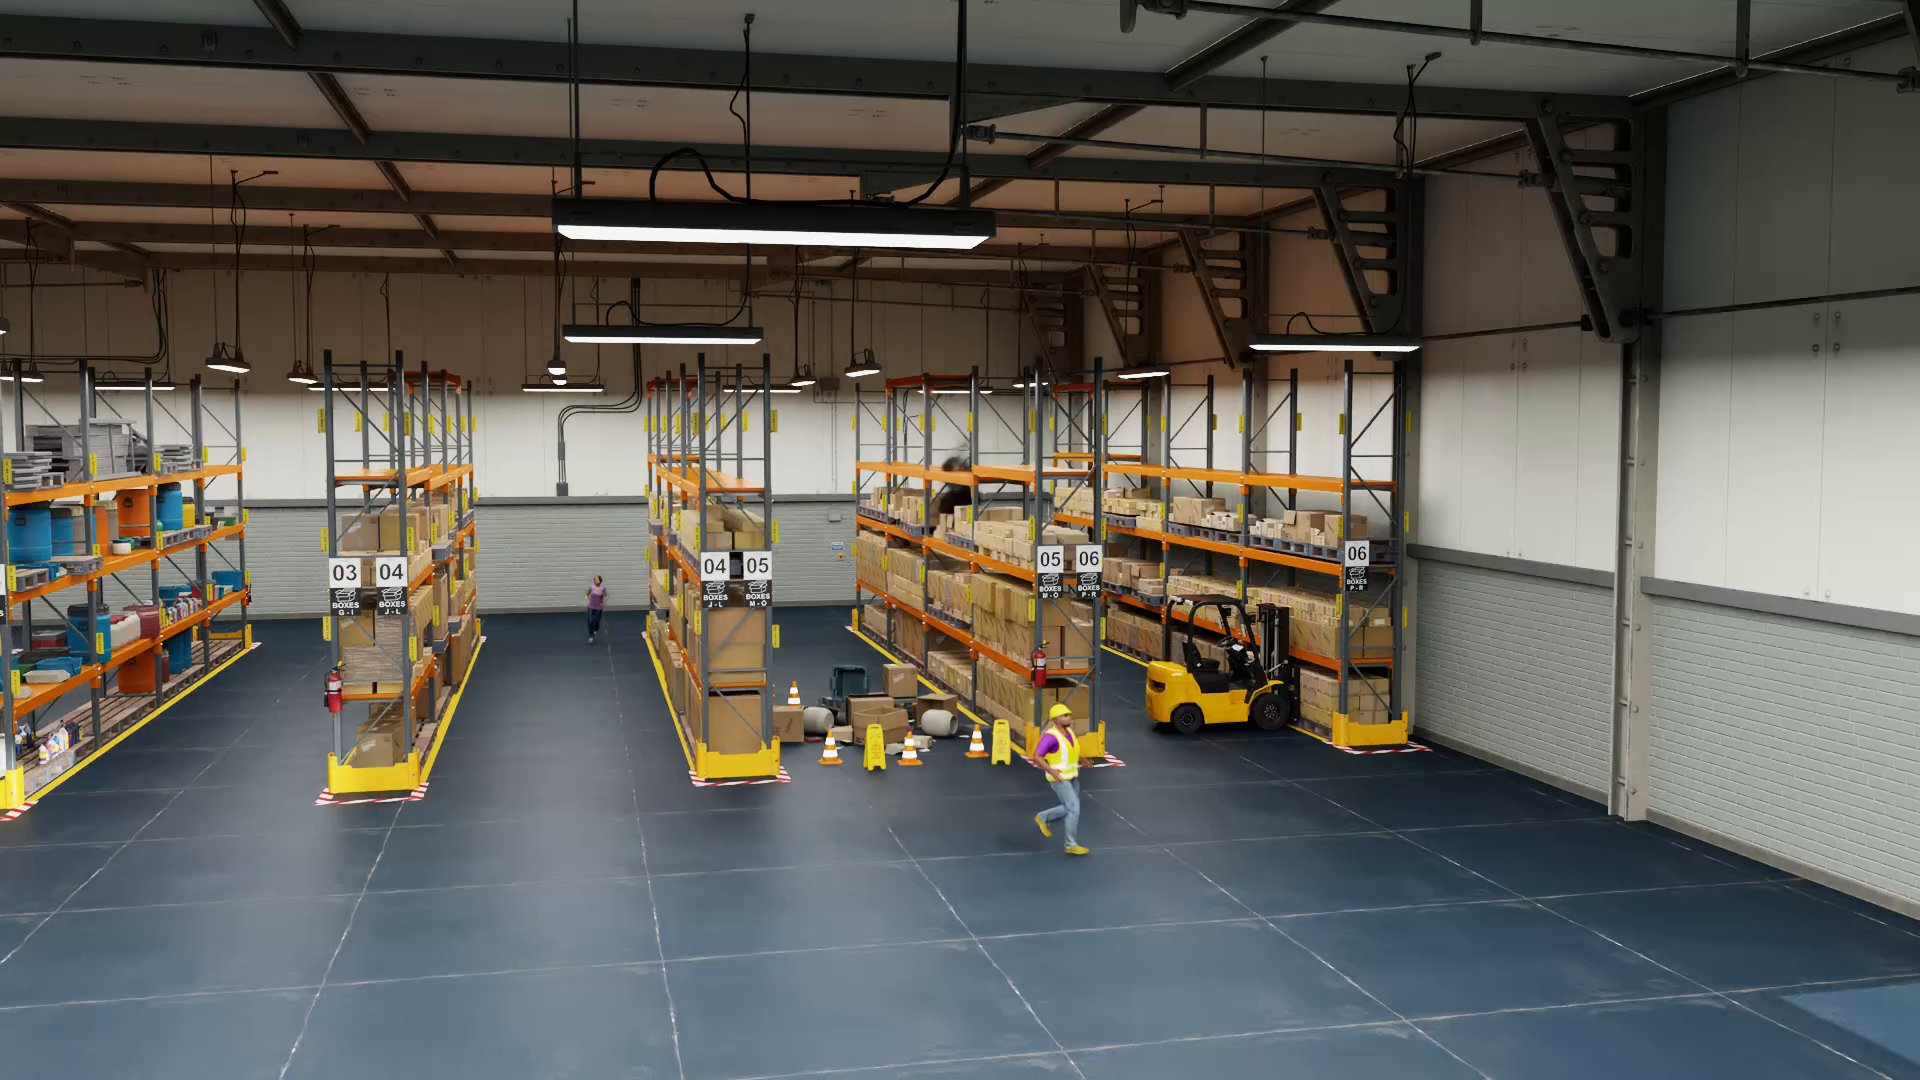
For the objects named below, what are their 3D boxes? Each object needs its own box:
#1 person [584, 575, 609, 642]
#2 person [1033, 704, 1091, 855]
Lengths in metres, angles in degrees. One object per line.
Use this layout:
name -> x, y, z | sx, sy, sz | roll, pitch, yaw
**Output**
person -> -8.363, 1.580, 38.249 | 0.564, 1.545, 0.581 | 0, 4, -2
person -> 1.190, 2.785, 19.462 | 0.758, 1.733, 0.712 | 3, 5, 34
